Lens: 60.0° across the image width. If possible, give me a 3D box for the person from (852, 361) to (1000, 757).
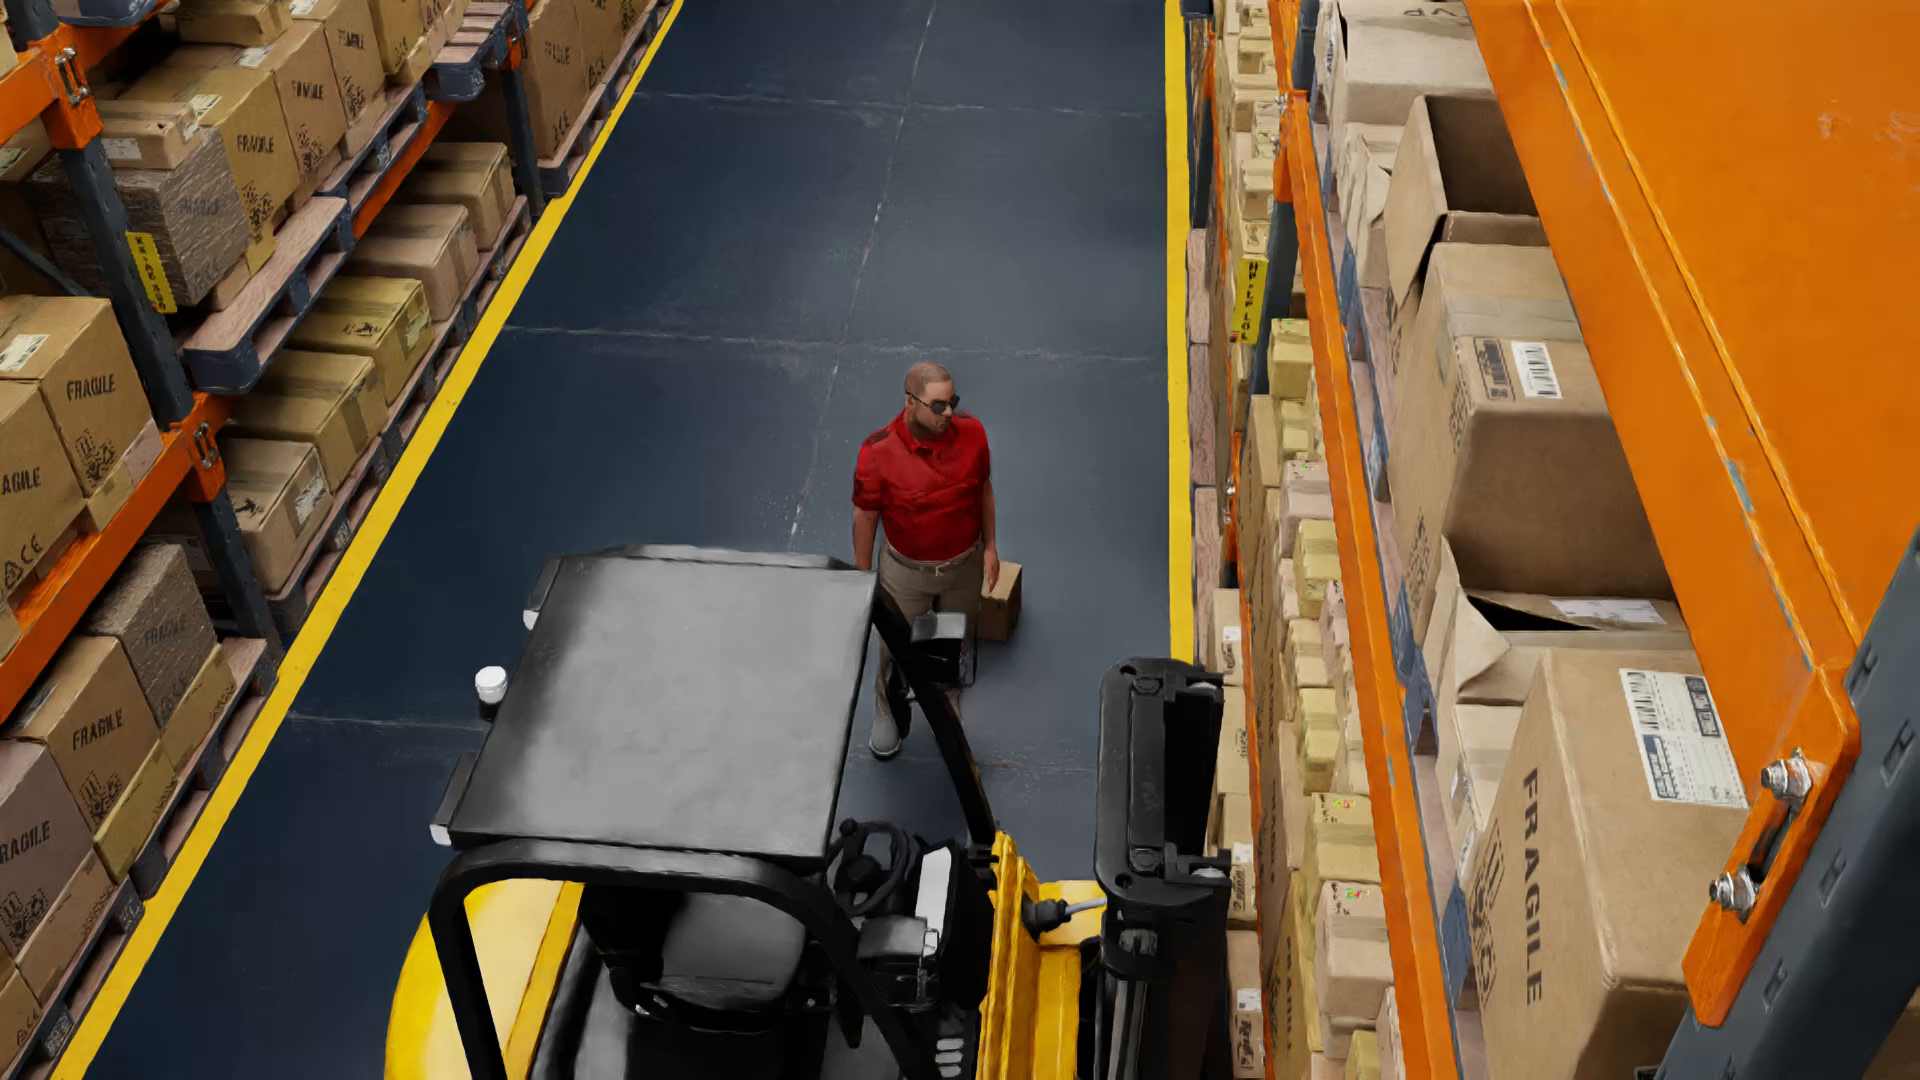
[{"bbox_3d":[-0.119,0.095,6.342,0.571,1.725,0.364,-15,42,-17],"label":"person"}]
